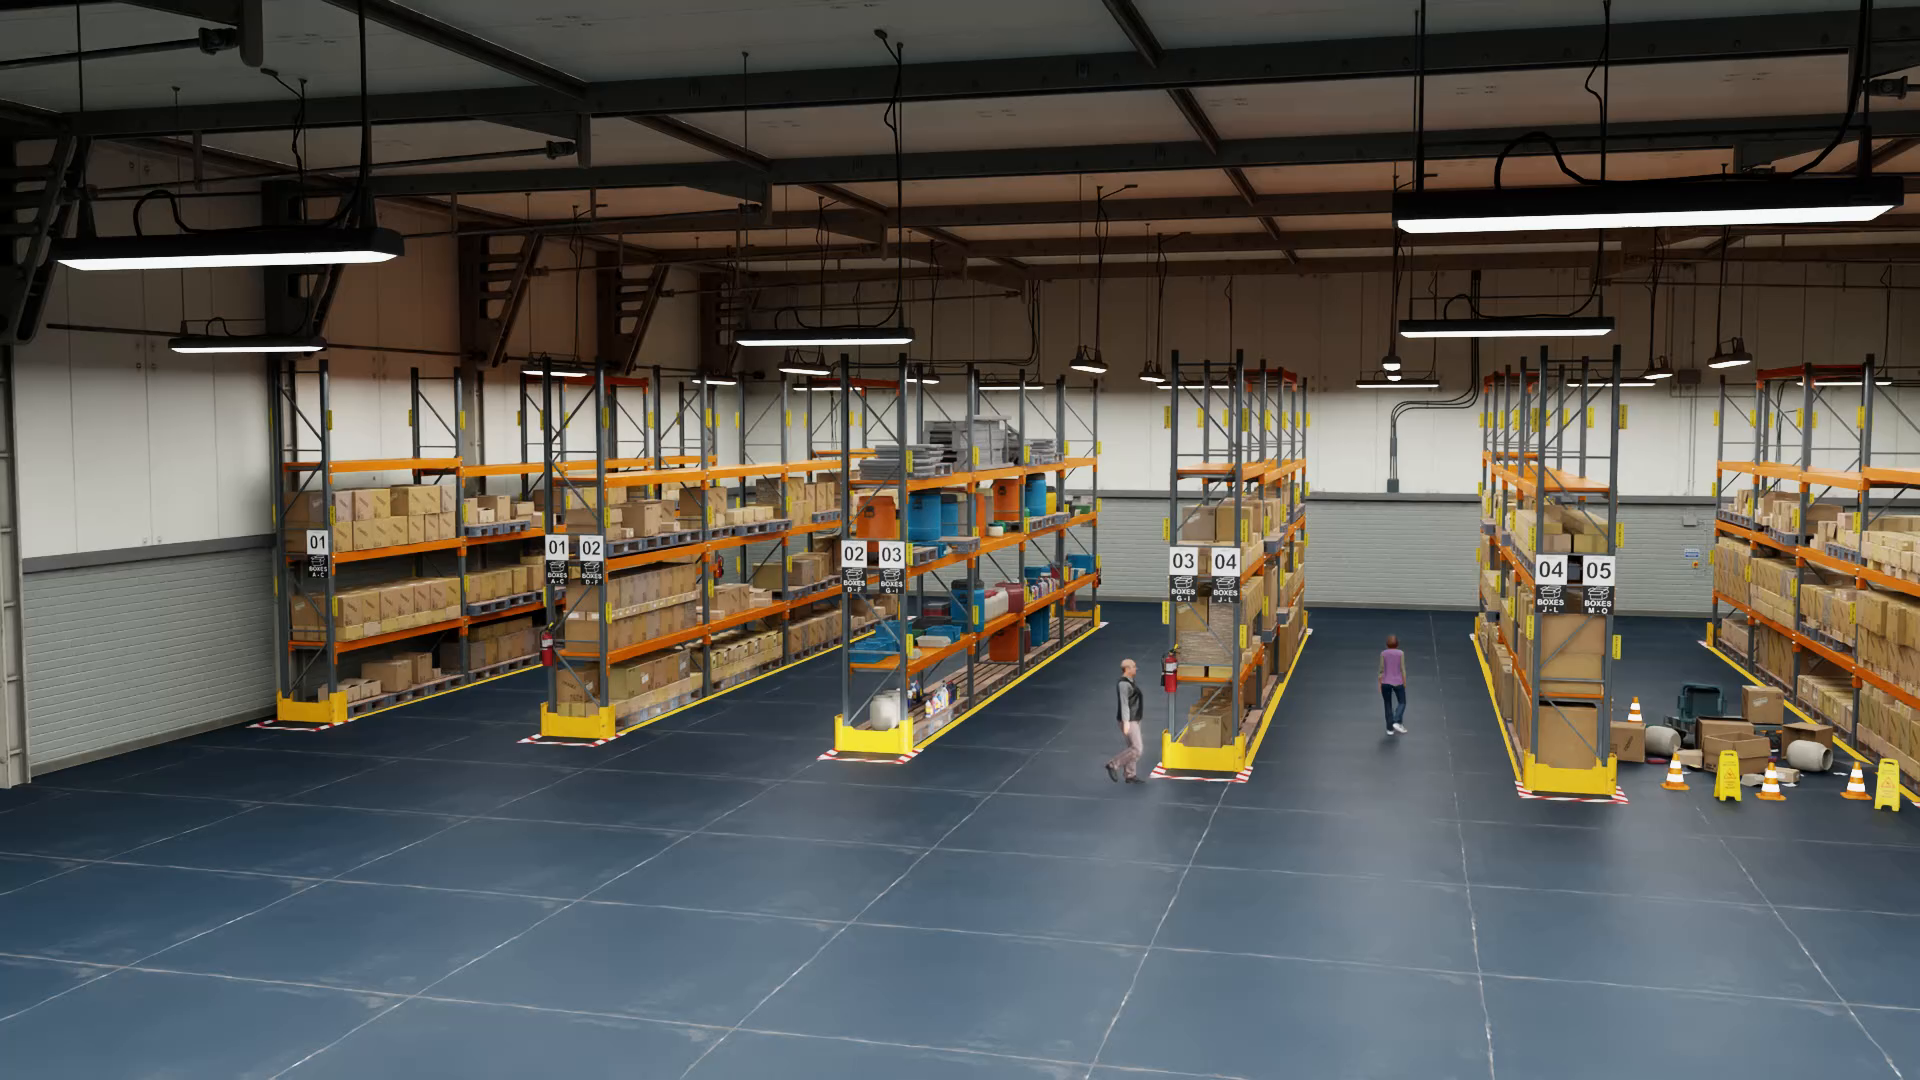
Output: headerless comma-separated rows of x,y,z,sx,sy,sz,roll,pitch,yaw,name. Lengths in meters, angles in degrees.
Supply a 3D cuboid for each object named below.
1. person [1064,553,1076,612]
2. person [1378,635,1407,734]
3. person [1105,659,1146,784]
2.679,1.154,41.831,0.717,1.663,0.514,1,4,10,person
6.882,2.309,26.443,0.462,1.596,0.480,1,4,16,person
2.281,2.488,22.792,0.553,1.713,0.552,1,4,12,person
